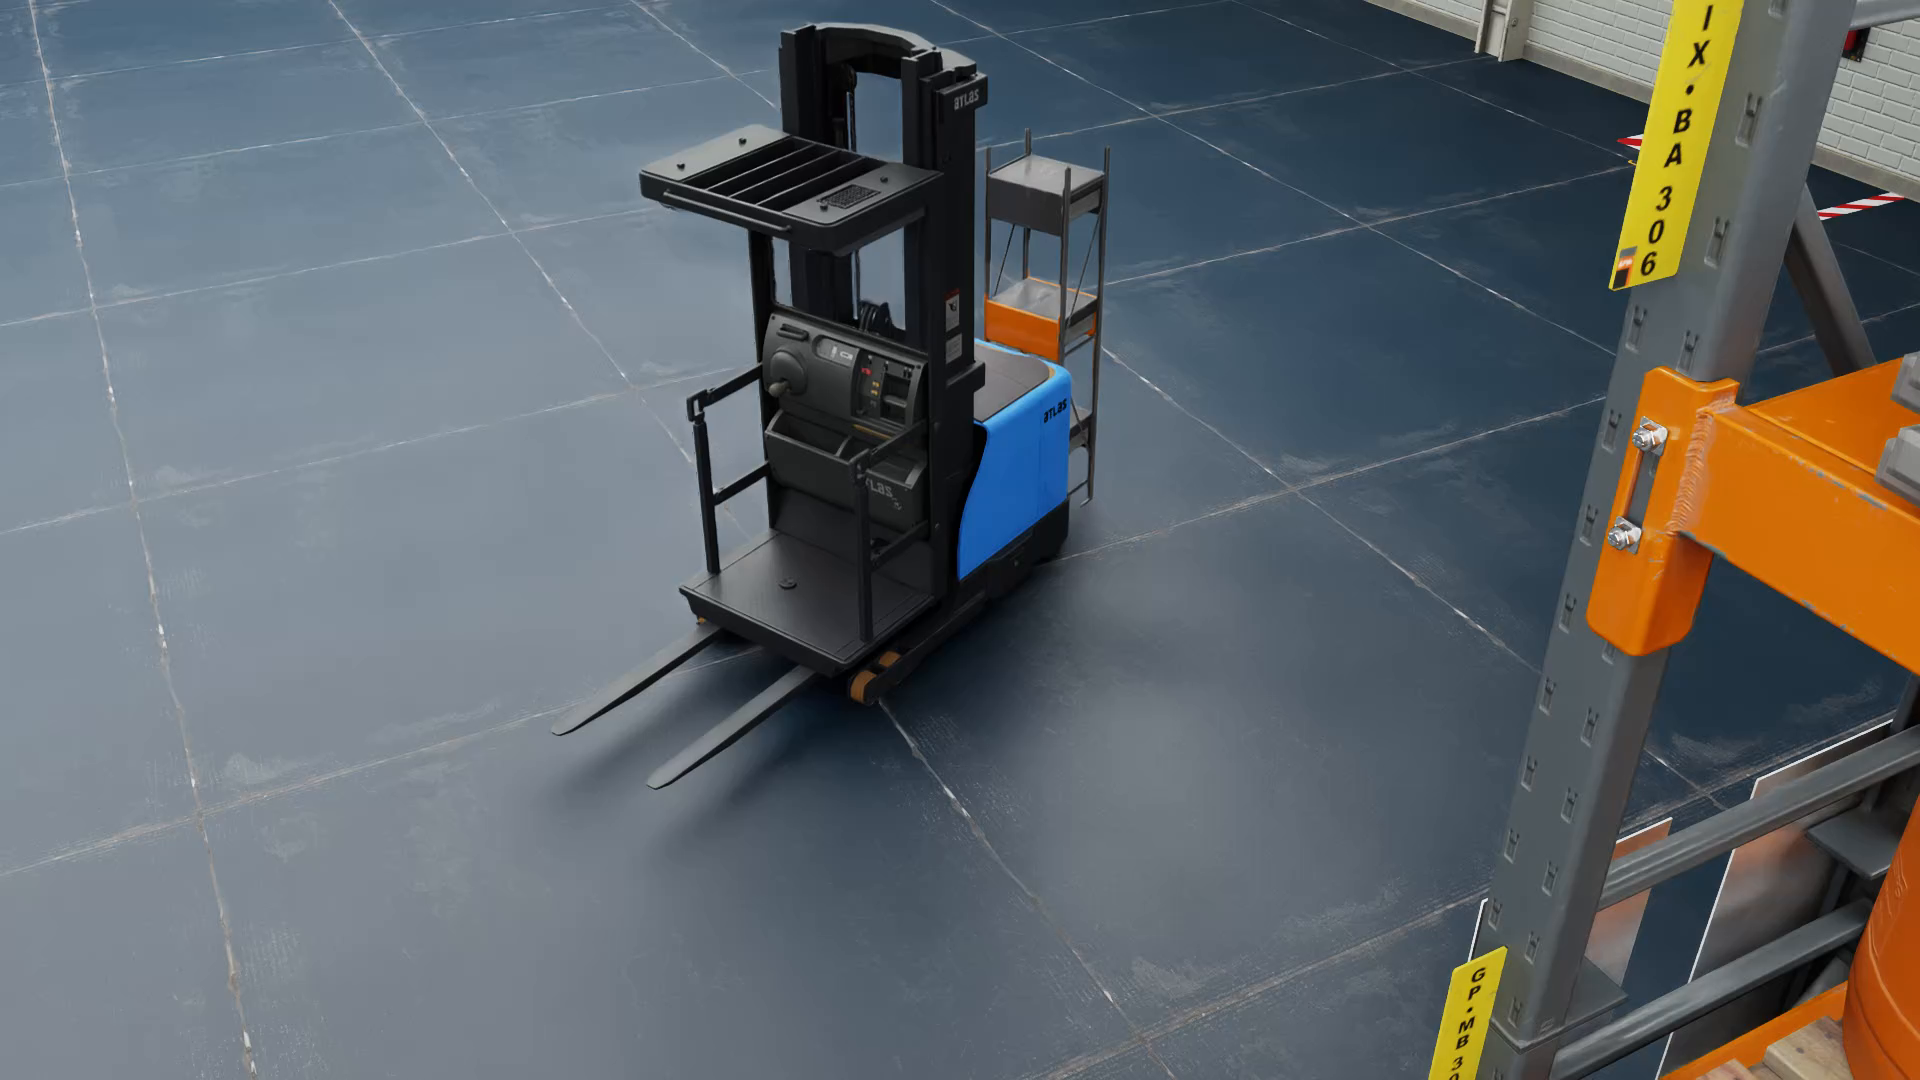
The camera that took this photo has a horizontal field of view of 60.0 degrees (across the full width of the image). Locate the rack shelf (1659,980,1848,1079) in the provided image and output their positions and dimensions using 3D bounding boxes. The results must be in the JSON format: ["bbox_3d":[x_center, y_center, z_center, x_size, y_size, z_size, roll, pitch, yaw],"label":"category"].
[{"bbox_3d":[2.181,1.872,1.434,1.077,0.370,4.000,-16,36,-23],"label":"rack shelf"}]

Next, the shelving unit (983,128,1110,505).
[{"bbox_3d":[0.447,-1.118,9.048,0.503,2.100,0.431,22,39,30],"label":"shelving unit"}]

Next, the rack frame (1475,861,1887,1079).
[{"bbox_3d":[1.249,1.878,3.539,1.000,3.000,0.127,-16,36,-23],"label":"rack frame"}]

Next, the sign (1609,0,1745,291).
[{"bbox_3d":[0.760,-0.424,1.764,0.100,0.325,0.005,-16,36,-23],"label":"sign"}]

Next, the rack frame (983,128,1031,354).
[{"bbox_3d":[0.251,-1.196,9.170,0.015,2.100,0.400,22,39,30],"label":"rack frame"}]

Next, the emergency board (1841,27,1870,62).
[{"bbox_3d":[7.189,-4.550,13.571,0.194,1.169,0.643,-16,36,-23],"label":"emergency board"}]

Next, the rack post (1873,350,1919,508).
[{"bbox_3d":[1.489,-0.045,1.442,0.937,0.300,0.954,-12,35,-18],"label":"rack post"}]

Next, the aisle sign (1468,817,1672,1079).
[{"bbox_3d":[0.956,0.822,2.776,0.394,0.787,0.004,-16,36,-23],"label":"aisle sign"}]

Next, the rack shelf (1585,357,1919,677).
[{"bbox_3d":[2.181,0.777,0.732,1.077,0.370,4.000,-16,36,-23],"label":"rack shelf"}]

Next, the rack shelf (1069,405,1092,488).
[{"bbox_3d":[0.447,-0.517,9.433,0.480,0.518,0.431,22,39,30],"label":"rack shelf"}]

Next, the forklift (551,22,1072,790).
[{"bbox_3d":[-0.681,-0.736,7.682,1.130,2.935,3.031,22,39,30],"label":"forklift"}]

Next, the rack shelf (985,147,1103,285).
[{"bbox_3d":[0.447,-1.695,8.678,0.480,0.518,0.431,22,39,30],"label":"rack shelf"}]

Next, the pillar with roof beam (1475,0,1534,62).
[{"bbox_3d":[1.701,-7.668,12.876,9.100,9.000,0.400,-16,36,-23],"label":"pillar with roof beam"}]

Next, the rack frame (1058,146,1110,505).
[{"bbox_3d":[0.644,-1.039,8.926,0.015,2.100,0.400,22,39,30],"label":"rack frame"}]

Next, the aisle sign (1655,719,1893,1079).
[{"bbox_3d":[1.478,0.674,3.007,0.394,0.787,0.004,-16,36,-23],"label":"aisle sign"}]

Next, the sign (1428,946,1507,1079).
[{"bbox_3d":[0.760,0.747,2.514,0.100,0.325,0.005,-16,36,-23],"label":"sign"}]

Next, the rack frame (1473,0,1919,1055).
[{"bbox_3d":[1.249,-0.648,1.920,1.000,3.000,0.127,-16,36,-23],"label":"rack frame"}]

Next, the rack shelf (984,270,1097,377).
[{"bbox_3d":[0.447,-1.106,9.055,0.480,0.518,0.431,22,39,30],"label":"rack shelf"}]

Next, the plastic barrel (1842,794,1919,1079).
[{"bbox_3d":[1.588,0.457,2.188,0.600,0.830,0.708,-16,36,-23],"label":"plastic barrel"}]
